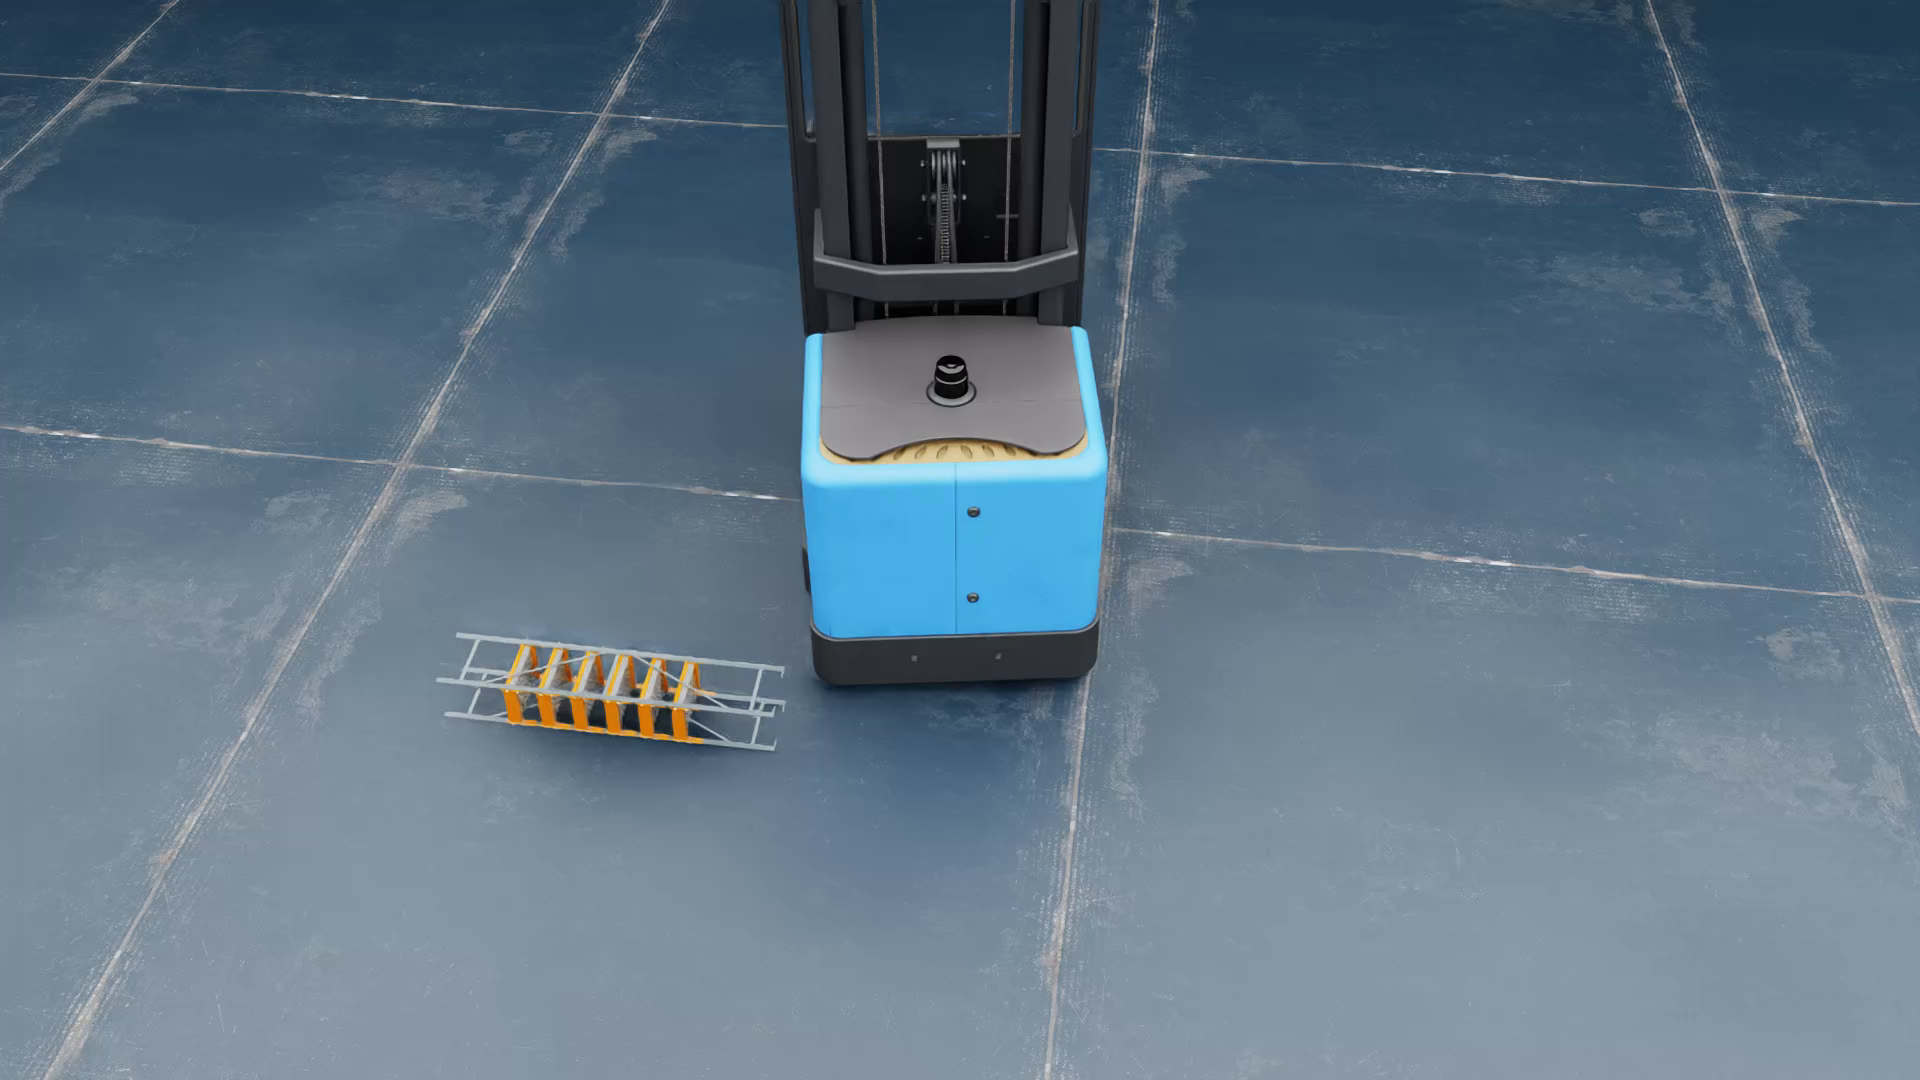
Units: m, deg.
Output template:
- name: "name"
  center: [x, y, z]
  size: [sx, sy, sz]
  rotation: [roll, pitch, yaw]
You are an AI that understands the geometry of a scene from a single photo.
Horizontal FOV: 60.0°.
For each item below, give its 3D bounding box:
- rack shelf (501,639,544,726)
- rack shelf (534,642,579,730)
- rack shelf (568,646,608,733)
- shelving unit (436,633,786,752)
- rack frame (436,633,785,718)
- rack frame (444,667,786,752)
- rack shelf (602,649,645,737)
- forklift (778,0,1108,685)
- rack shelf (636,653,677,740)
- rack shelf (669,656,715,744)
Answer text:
- name: "rack shelf"
  center: [-1.557, 0.514, 5.997]
  size: [0.103, 0.180, 0.258]
  rotation: [6, 43, 2]
- name: "rack shelf"
  center: [-1.437, 0.526, 5.993]
  size: [0.103, 0.180, 0.258]
  rotation: [6, 43, 2]
- name: "rack shelf"
  center: [-1.318, 0.538, 5.988]
  size: [0.103, 0.180, 0.258]
  rotation: [6, 43, 2]
- name: "shelving unit"
  center: [-1.243, 0.546, 5.985]
  size: [1.200, 0.189, 0.258]
  rotation: [6, 43, 2]
- name: "rack frame"
  center: [-1.238, 0.479, 5.923]
  size: [1.200, 0.006, 0.240]
  rotation: [6, 43, 2]
- name: "rack frame"
  center: [-1.247, 0.613, 6.048]
  size: [1.200, 0.006, 0.240]
  rotation: [6, 43, 2]
- name: "rack shelf"
  center: [-1.199, 0.550, 5.984]
  size: [0.103, 0.180, 0.258]
  rotation: [6, 43, 2]
- name: "forklift"
  center: [-0.080, -1.533, 6.237]
  size: [1.130, 2.935, 3.031]
  rotation: [-2, 43, -2]
- name: "rack shelf"
  center: [-1.079, 0.562, 5.979]
  size: [0.103, 0.180, 0.258]
  rotation: [6, 43, 2]
- name: "rack shelf"
  center: [-0.960, 0.574, 5.975]
  size: [0.103, 0.180, 0.258]
  rotation: [6, 43, 2]
